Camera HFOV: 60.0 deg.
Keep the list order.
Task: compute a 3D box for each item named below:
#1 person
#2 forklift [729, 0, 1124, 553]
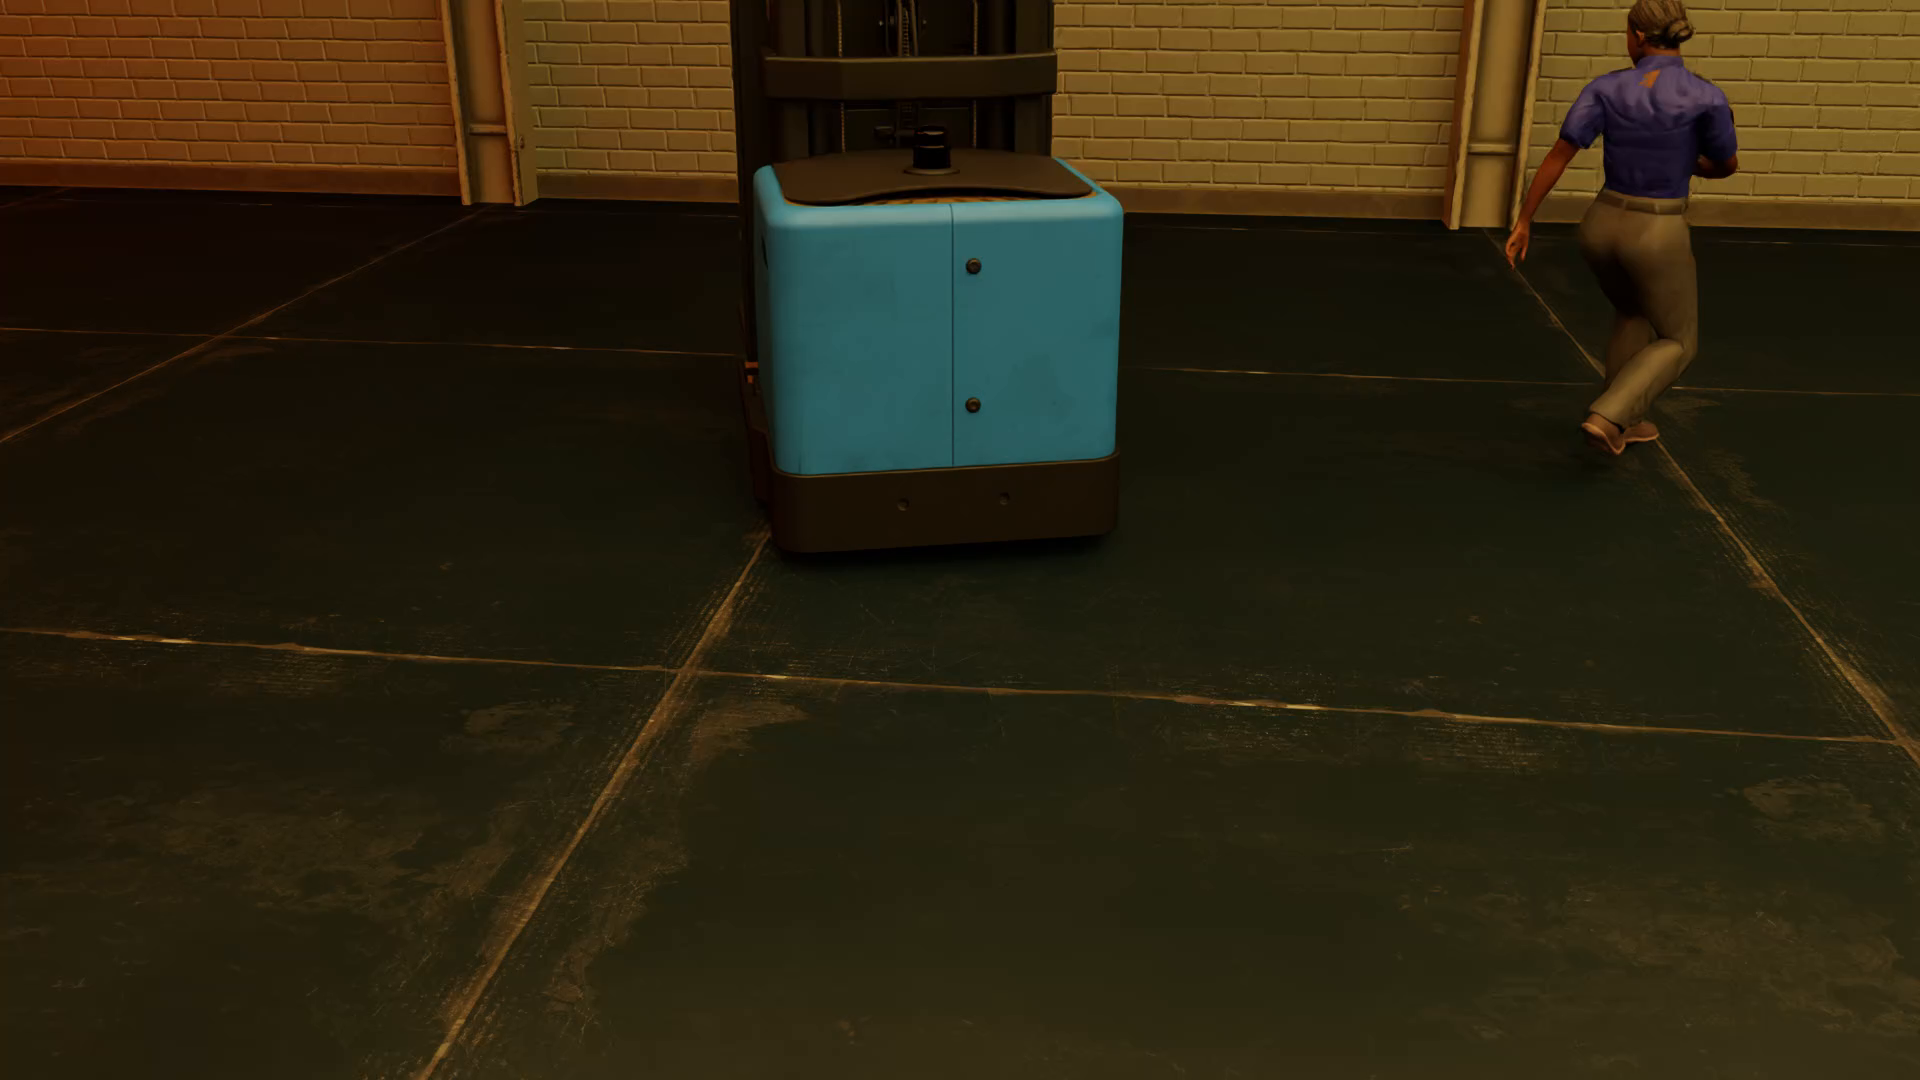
[{"bbox_3d":[2.294,-1.046,5.684,0.704,1.589,0.535,-16,27,-34],"label":"person"},{"bbox_3d":[-0.267,-1.837,5.816,1.130,2.935,3.031,-4,22,-9],"label":"forklift"}]
